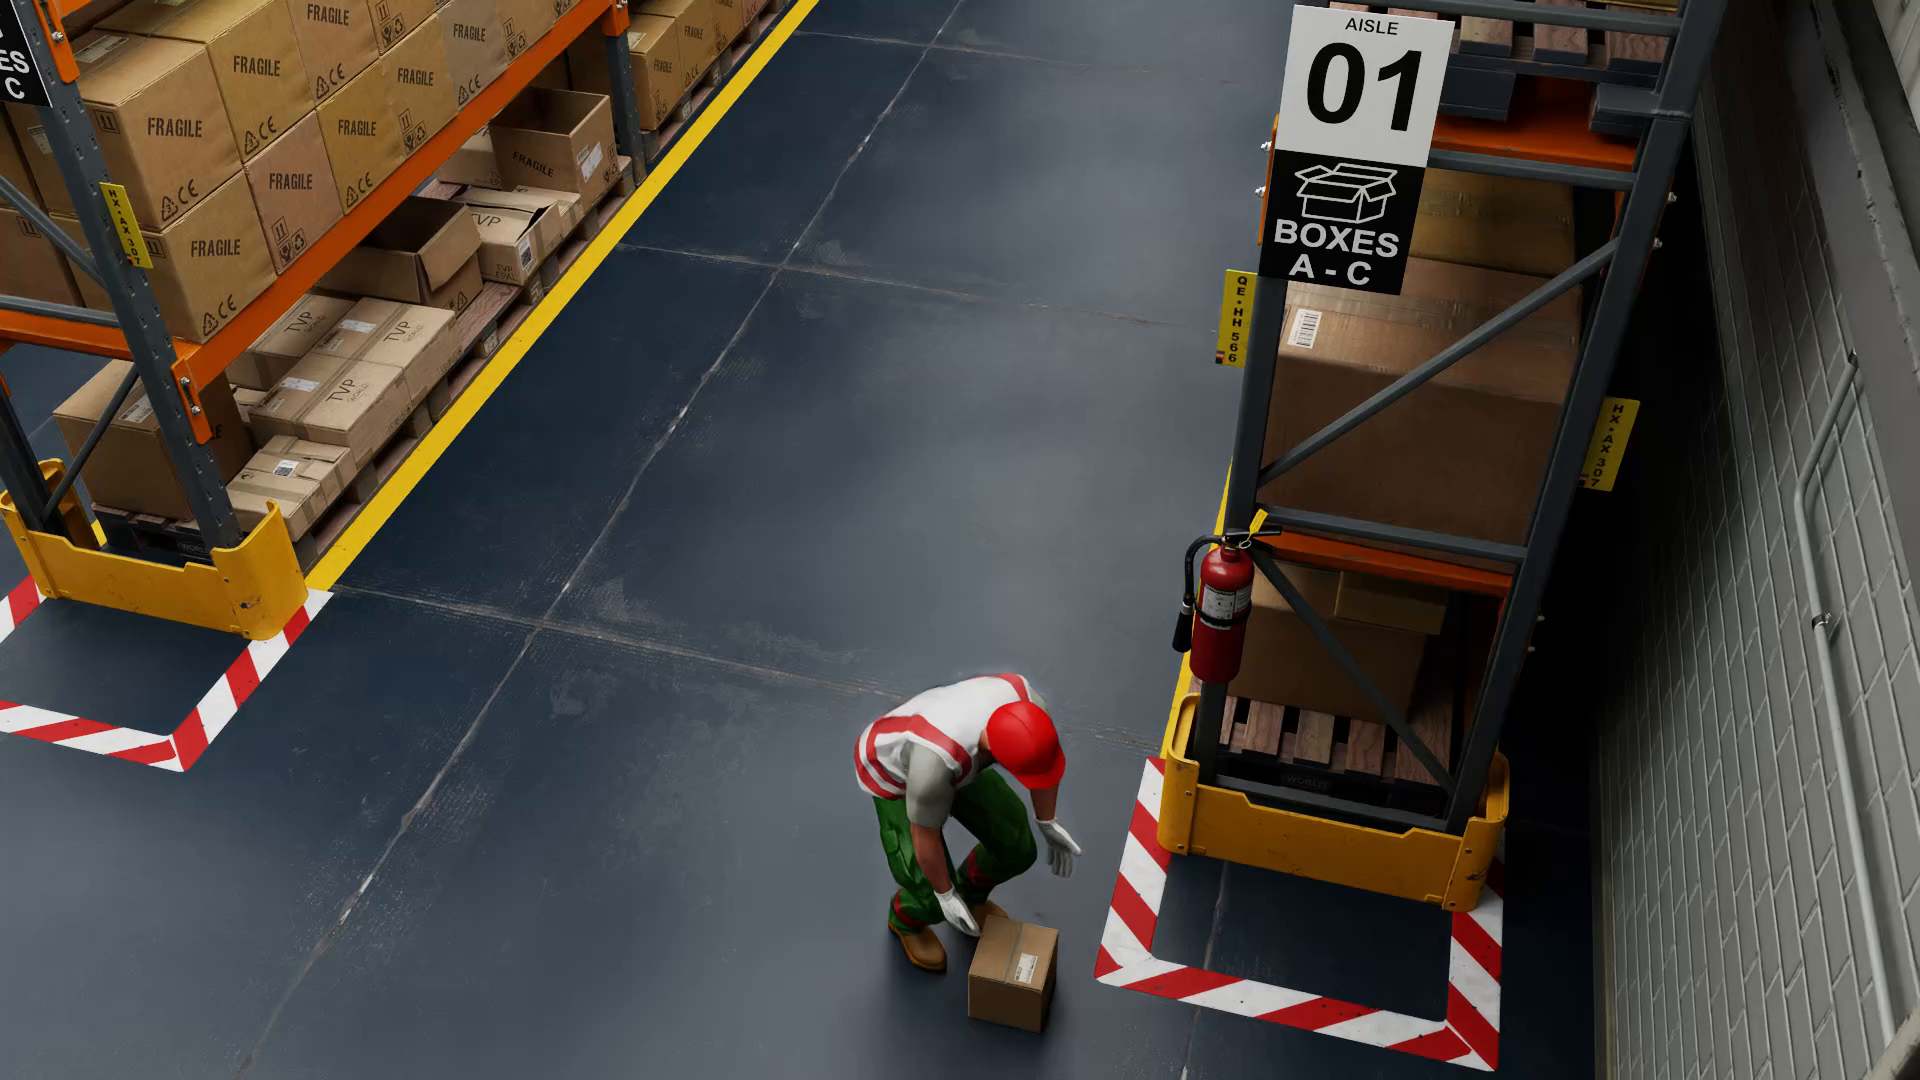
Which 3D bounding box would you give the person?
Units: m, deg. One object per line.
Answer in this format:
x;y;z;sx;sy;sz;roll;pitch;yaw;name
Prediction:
0.025;0.877;5.455;0.584;1.351;0.795;-26;47;-27;person
